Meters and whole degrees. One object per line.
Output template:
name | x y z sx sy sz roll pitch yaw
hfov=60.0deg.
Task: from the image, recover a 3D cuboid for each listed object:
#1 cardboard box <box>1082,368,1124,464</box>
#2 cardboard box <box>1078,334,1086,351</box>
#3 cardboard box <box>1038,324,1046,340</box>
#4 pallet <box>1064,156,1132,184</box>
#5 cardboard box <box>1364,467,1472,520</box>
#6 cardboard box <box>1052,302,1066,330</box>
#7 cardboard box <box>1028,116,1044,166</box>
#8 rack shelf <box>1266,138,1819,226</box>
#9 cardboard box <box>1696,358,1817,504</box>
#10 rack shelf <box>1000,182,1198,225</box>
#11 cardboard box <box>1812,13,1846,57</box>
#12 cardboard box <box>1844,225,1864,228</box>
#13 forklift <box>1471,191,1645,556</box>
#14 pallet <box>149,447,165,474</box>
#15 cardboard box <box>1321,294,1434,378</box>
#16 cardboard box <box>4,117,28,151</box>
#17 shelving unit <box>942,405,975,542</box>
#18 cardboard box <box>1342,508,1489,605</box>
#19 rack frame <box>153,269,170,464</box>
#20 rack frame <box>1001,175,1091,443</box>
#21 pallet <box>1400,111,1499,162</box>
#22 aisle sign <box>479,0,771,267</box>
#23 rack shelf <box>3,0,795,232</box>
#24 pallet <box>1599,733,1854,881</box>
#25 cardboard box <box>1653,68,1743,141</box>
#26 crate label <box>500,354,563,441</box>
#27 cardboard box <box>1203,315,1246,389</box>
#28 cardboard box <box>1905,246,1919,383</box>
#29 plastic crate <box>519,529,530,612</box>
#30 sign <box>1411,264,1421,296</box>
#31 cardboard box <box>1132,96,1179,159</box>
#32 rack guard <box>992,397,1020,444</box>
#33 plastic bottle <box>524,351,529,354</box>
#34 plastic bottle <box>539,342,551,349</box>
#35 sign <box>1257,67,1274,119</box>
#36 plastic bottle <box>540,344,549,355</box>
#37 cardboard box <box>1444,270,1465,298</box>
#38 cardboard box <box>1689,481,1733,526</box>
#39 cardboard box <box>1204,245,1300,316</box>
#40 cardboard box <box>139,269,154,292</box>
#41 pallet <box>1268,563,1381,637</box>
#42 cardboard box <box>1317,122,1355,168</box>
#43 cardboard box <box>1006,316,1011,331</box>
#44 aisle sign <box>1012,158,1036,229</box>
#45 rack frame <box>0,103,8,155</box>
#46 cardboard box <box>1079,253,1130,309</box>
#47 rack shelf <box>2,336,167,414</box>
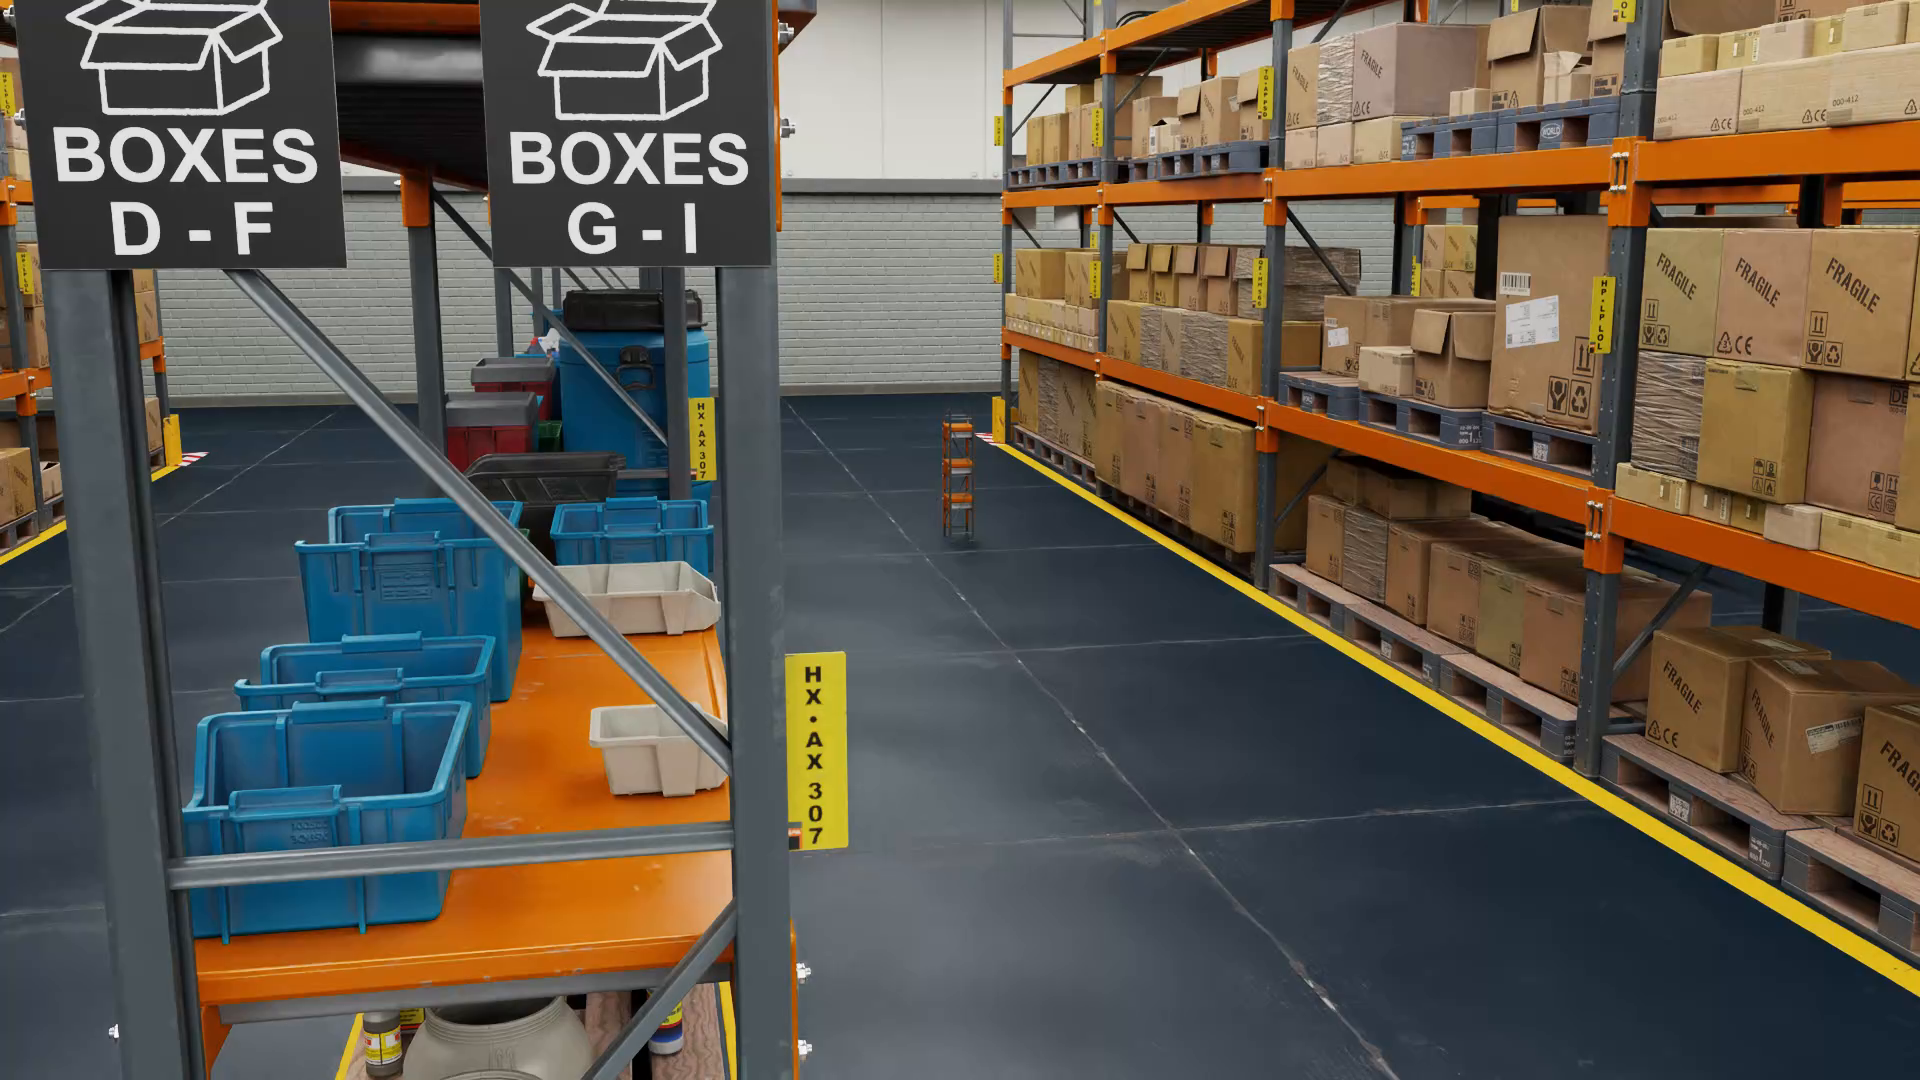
cardboard box | 1.704 -1.174 15.900 0.875 0.875 0.875 -2 11 -11
cardboard box | 1.322 -1.855 15.592 0.380 0.149 0.250 -2 11 -10
cardboard box | 1.021 -2.138 17.080 0.380 0.149 0.250 -2 11 -12
pallet | 1.605 -3.468 15.607 1.003 0.211 1.213 -2 11 -11
cardboard box | 2.804 -0.291 10.208 0.500 0.250 0.500 -1 11 -5
cardboard box | 1.208 -2.219 16.441 0.500 0.250 0.500 -2 11 -10
cardboard box | 1.120 -4.198 17.549 0.700 0.500 0.500 -3 11 -13
rack shelf | 2.920 -1.907 9.094 1.077 0.370 4.000 -2 11 -11
cardboard box | 3.399 -0.437 6.409 0.875 0.500 0.500 -2 11 -11
rack shelf | 1.365 -3.374 16.803 1.077 0.370 4.000 -2 11 -11
cardboard box | 3.311 -1.804 5.967 0.380 0.149 0.250 -2 11 -9
cardboard box | 10.622 -3.620 19.517 0.380 0.149 0.250 -2 11 -13
forklift | 4.648 -1.408 12.753 1.130 2.935 3.031 -2 11 -12
pallet | -8.572 -0.731 16.474 1.003 0.211 1.213 -2 11 -11
cardboard box | 2.676 -1.311 10.673 0.500 0.500 0.500 -4 11 -18
cardboard box | -7.815 -3.271 13.403 0.500 0.250 0.500 -2 11 -11
shelving unit | -0.010 -0.526 13.150 0.215 1.050 0.252 -2 11 -11
cardboard box | 2.802 0.082 10.253 0.700 0.500 0.500 -3 11 -16
rack frame | -8.742 -2.261 17.054 1.000 3.000 0.127 -2 11 -11
rack frame | 0.976 -2.621 18.943 1.000 3.000 0.127 -2 11 -11
pallet | 3.089 -2.108 8.731 1.213 0.211 1.003 -2 11 -11
aisle sign | -0.470 -0.781 2.323 0.394 0.787 0.004 -2 11 -11
rack shelf | -1.160 -0.993 4.293 1.077 0.370 4.000 -2 11 -11
pallet | 3.475 1.072 7.001 1.003 0.211 1.213 -2 11 -11
cardboard box | 3.146 -1.728 6.631 0.500 0.250 0.500 -3 11 -13
crate label | -2.399 -0.799 9.276 0.502 0.435 0.616 -2 11 -11
cardboard box | 2.101 -1.376 12.135 0.500 0.500 0.500 -2 11 -12
cardboard box | 3.451 -0.740 5.324 0.500 0.500 0.500 -2 11 -11
plastic crate | -1.562 0.124 5.092 0.450 0.188 0.662 -2 11 -11
sign | 3.062 -1.705 11.247 0.100 0.325 0.005 -2 11 -11
cardboard box | 1.876 -3.510 14.203 0.700 0.500 0.500 -2 11 -10
rack guard | 0.971 -1.397 19.200 1.175 0.500 0.348 -2 11 -11
plastic bottle | -3.046 -1.184 11.709 0.061 0.283 0.133 -2 11 -11
plastic bottle | -3.208 -1.378 12.743 0.152 0.276 0.135 -2 11 -11
sign | 1.986 -2.901 10.800 0.100 0.325 0.005 -2 11 -11
plastic bottle | -3.163 -1.335 12.520 0.152 0.276 0.135 -2 11 -11
cardboard box | 5.806 -2.788 18.760 0.500 0.500 0.500 -2 11 -11
cardboard box | 3.168 -0.155 6.660 0.380 0.149 0.250 -2 11 -11
cardboard box | 2.281 -1.950 12.468 0.797 0.503 0.637 -2 11 -10
cardboard box | -8.386 -2.730 16.575 0.500 0.500 0.500 -2 11 -12
pallet | 2.682 0.360 10.742 1.003 0.211 1.213 -2 11 -11
cardboard box | 2.473 -2.364 9.972 0.500 0.250 0.500 -2 11 -10
cardboard box | 0.721 -2.420 18.562 0.380 0.149 0.250 -2 11 -10
aisle sign | 0.667 -3.900 18.712 0.394 0.787 0.004 -2 11 -11
rack frame | -7.964 -4.475 12.639 1.000 3.000 0.127 -2 11 -11
cardboard box | 1.402 -2.403 15.397 0.500 0.500 0.500 -2 11 -9
rack shelf | -8.353 -1.541 15.194 1.077 0.370 4.000 -2 11 -11
